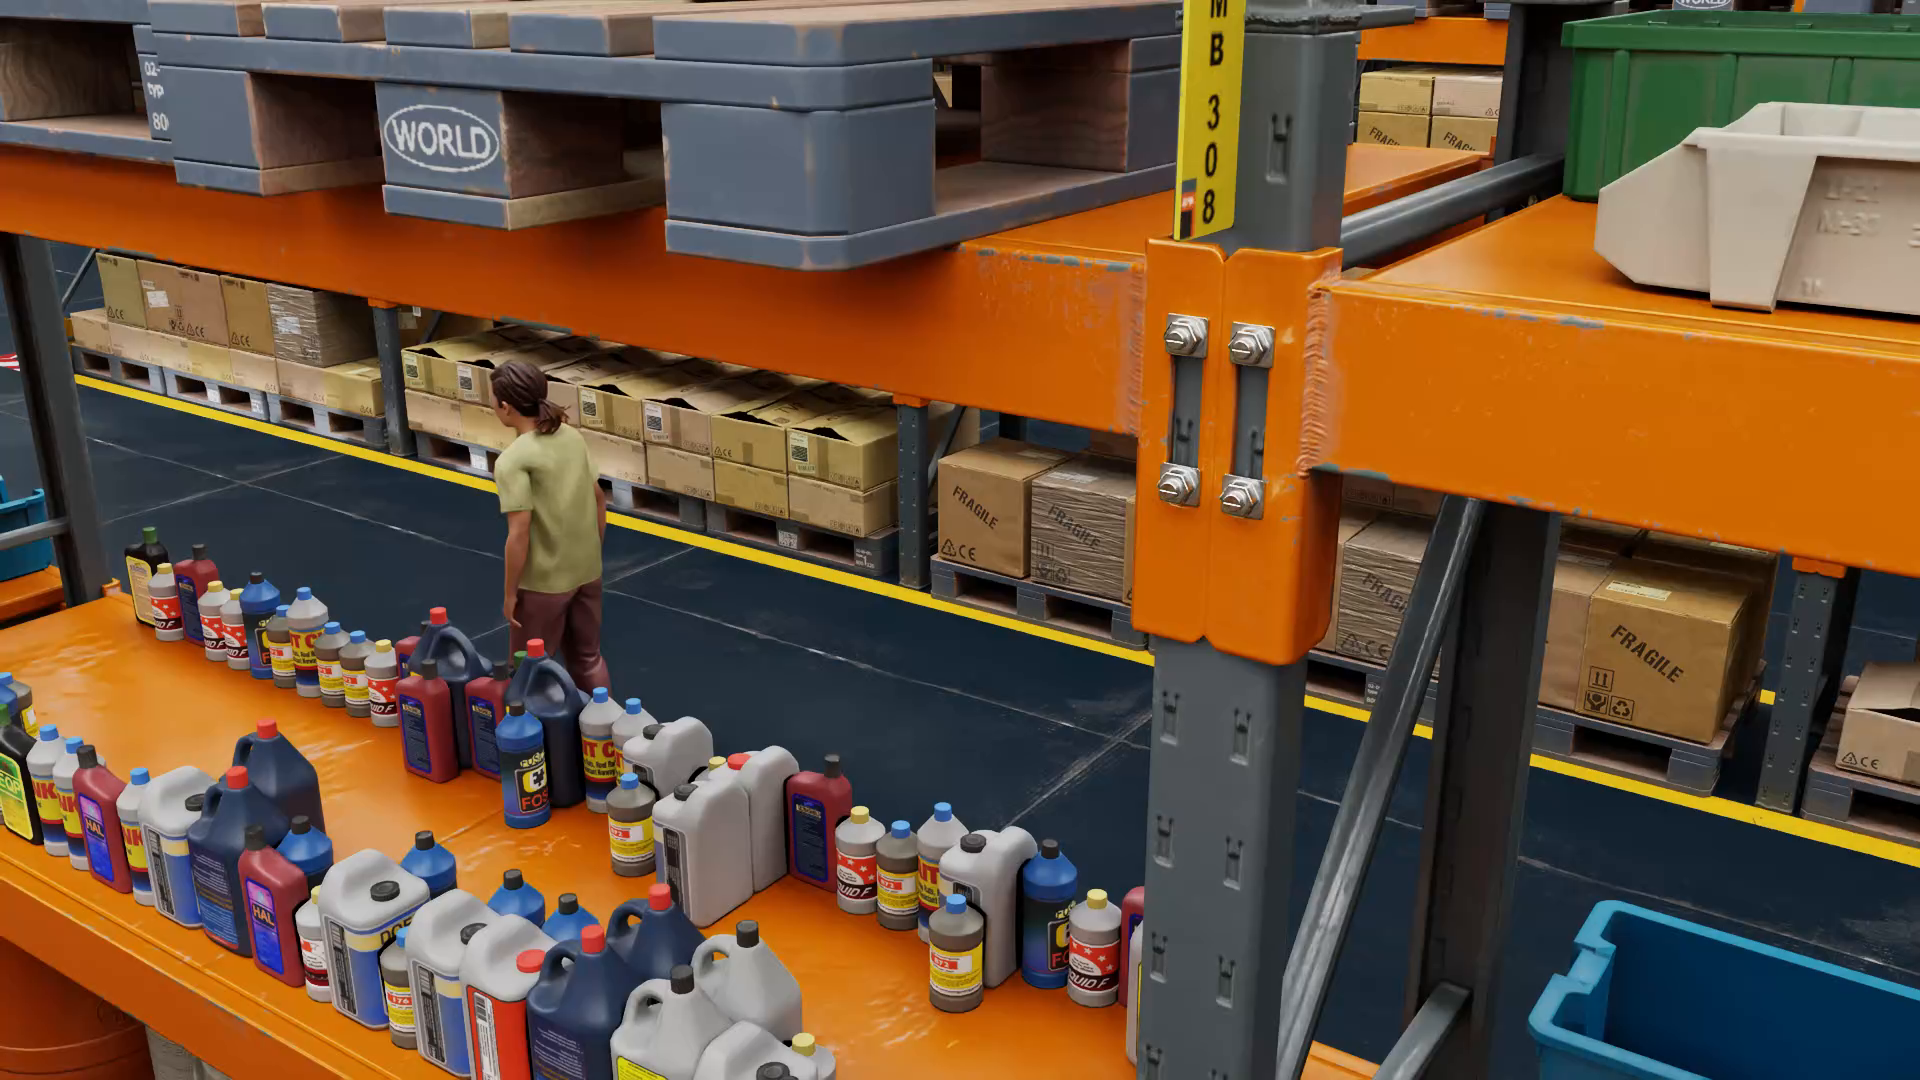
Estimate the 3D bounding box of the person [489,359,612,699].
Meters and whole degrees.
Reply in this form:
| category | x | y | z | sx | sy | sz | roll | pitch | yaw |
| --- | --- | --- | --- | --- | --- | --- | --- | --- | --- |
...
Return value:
| category | x | y | z | sx | sy | sz | roll | pitch | yaw |
| --- | --- | --- | --- | --- | --- | --- | --- | --- | --- |
| person | -1.541 | 0.142 | 6.184 | 0.416 | 1.671 | 0.511 | 12 | 23 | 29 |
